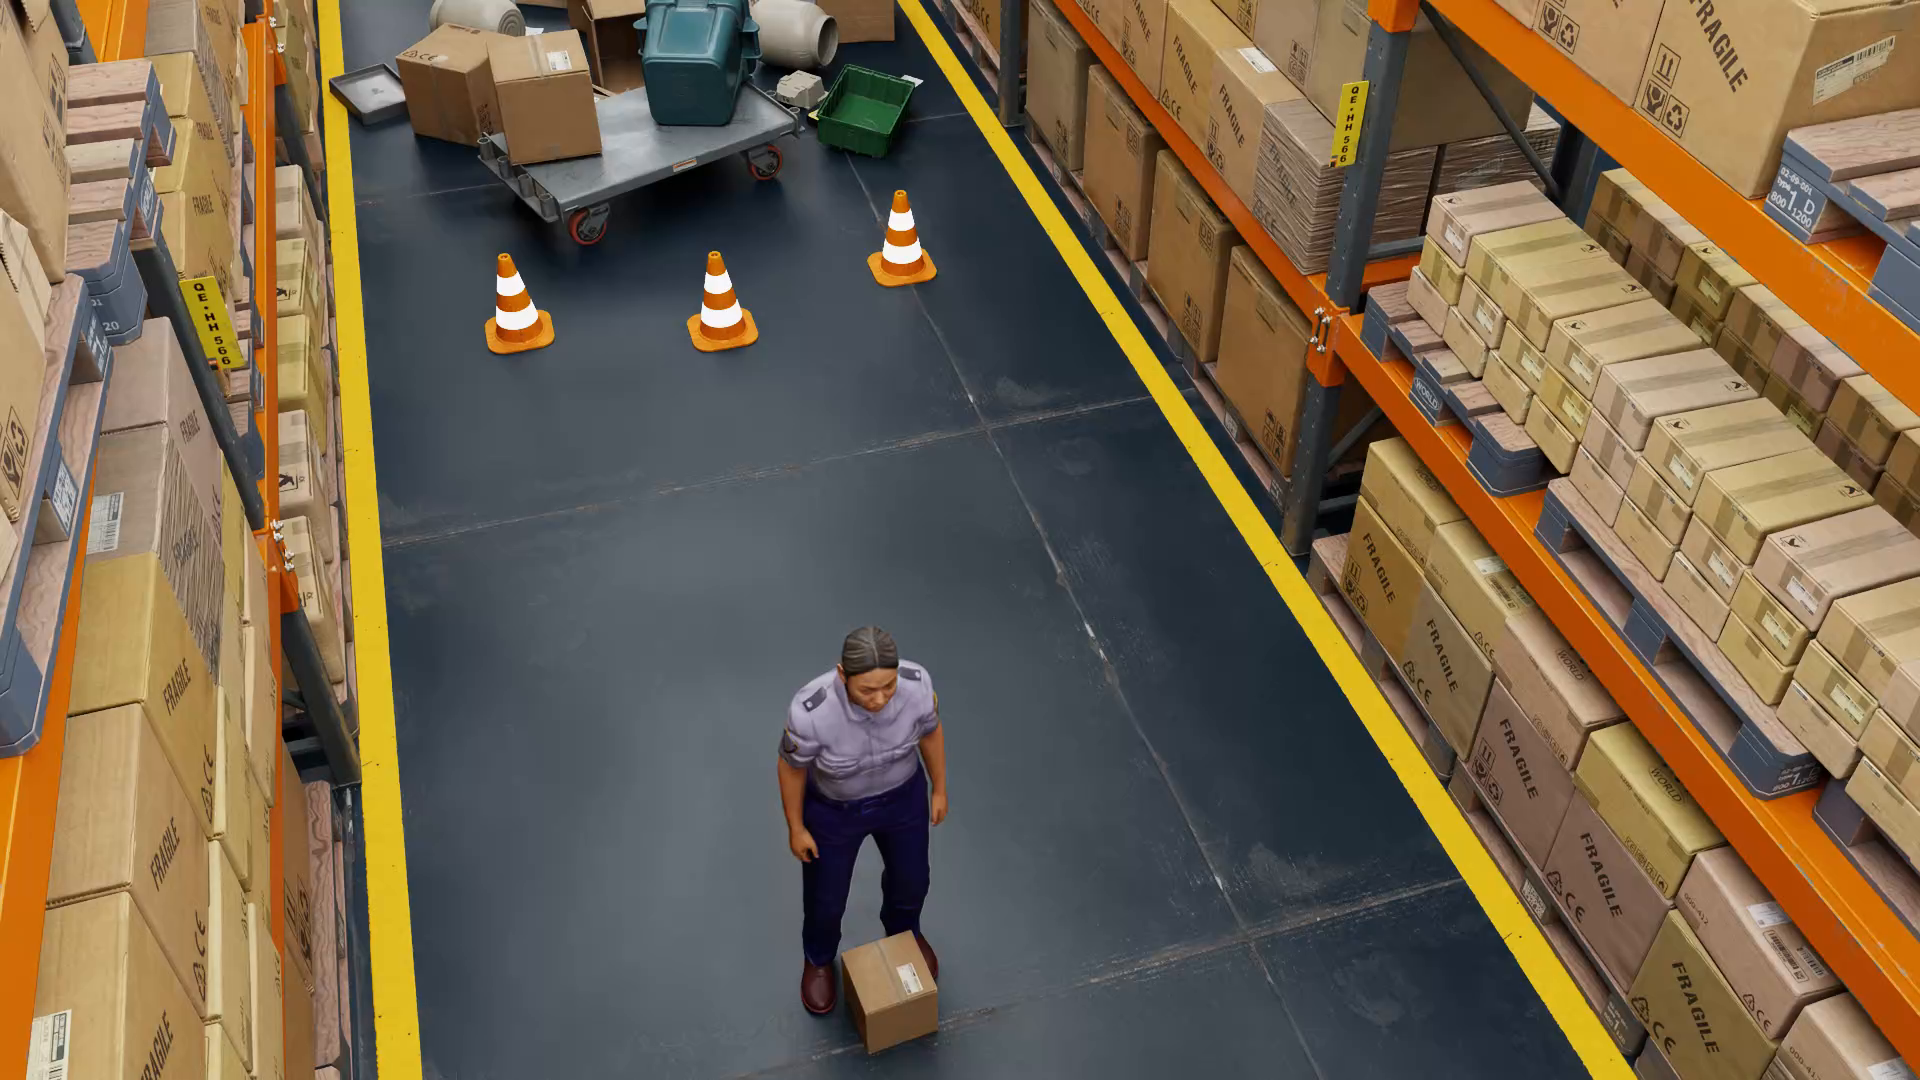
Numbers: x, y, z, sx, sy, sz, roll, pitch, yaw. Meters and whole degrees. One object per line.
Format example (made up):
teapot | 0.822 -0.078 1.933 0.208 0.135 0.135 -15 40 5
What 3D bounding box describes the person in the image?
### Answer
person | -0.307 0.841 5.248 0.558 1.652 0.368 -13 44 -14
